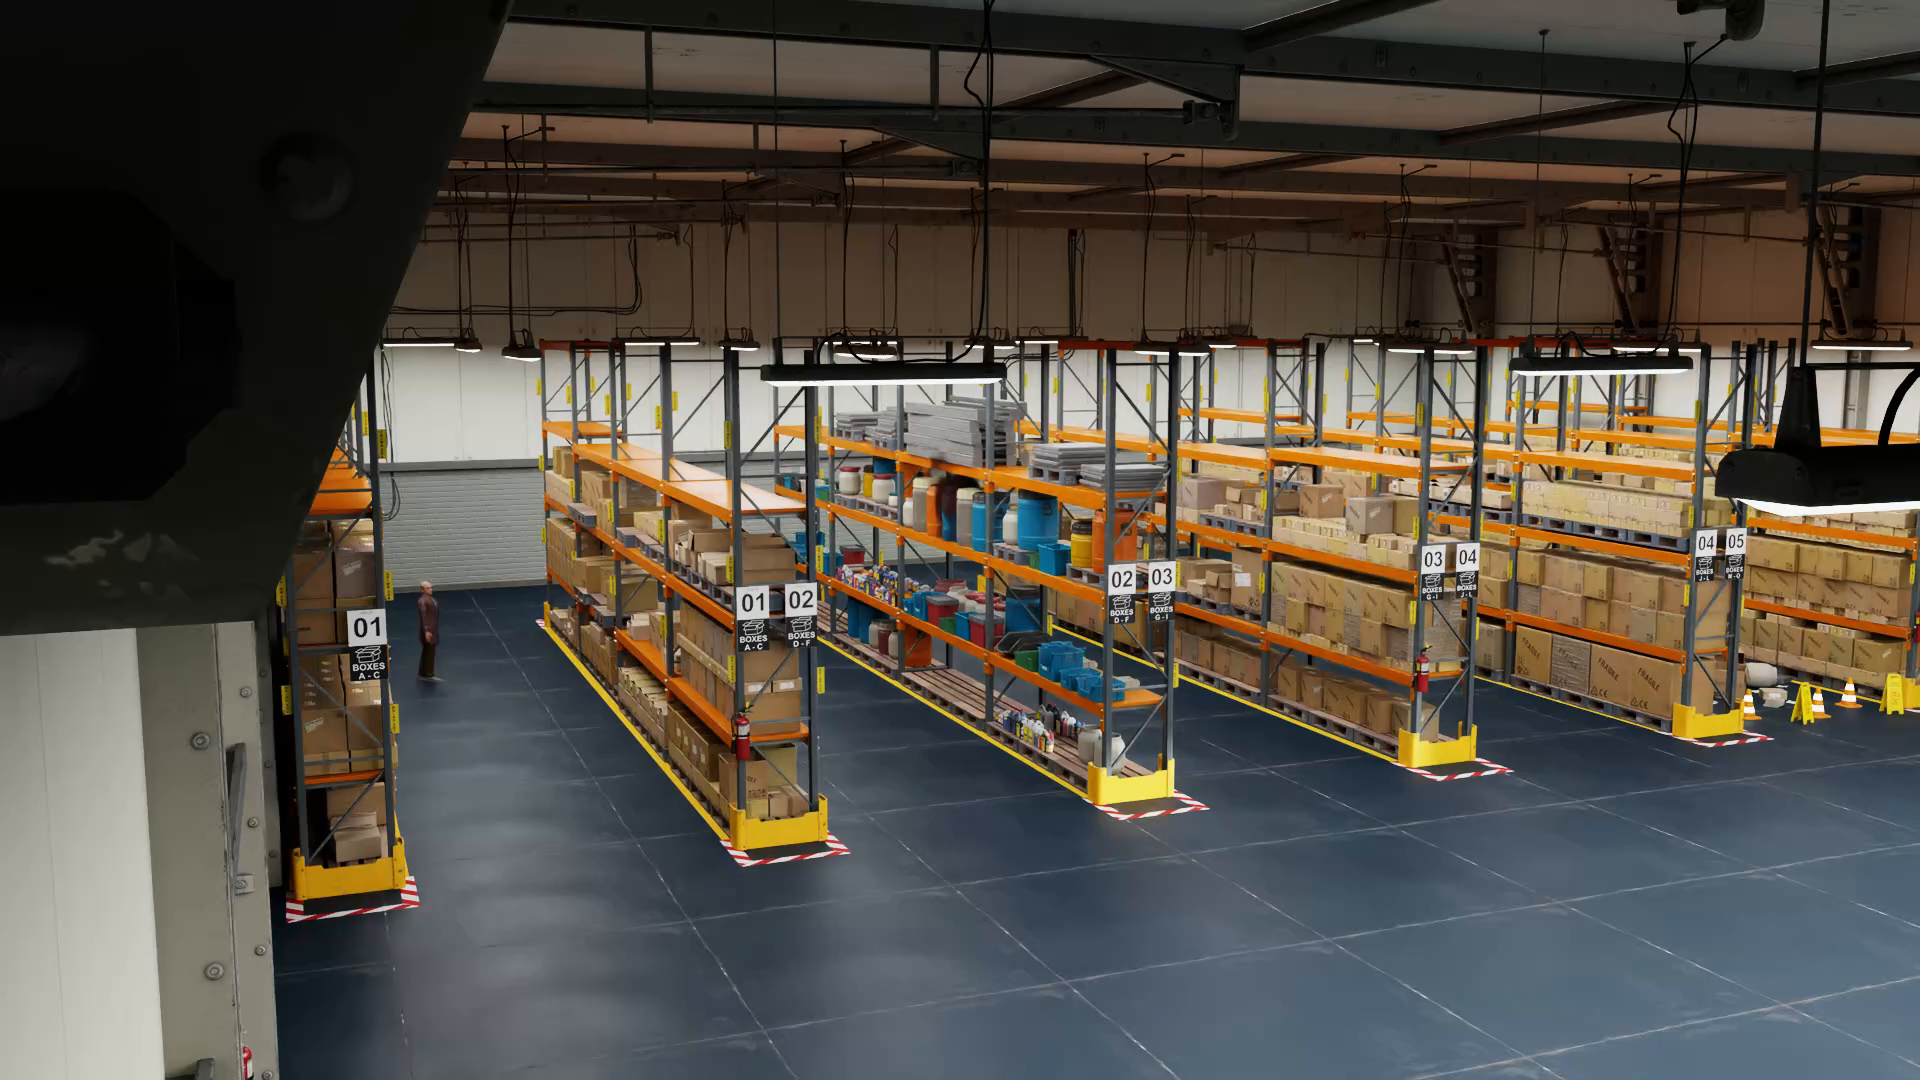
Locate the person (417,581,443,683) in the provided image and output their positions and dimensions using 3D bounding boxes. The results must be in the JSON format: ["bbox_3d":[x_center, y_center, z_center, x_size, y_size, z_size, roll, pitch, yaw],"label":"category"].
[{"bbox_3d":[-9.421,1.628,29.500,0.424,1.801,0.630,-2,8,-15],"label":"person"}]

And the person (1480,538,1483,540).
[{"bbox_3d":[10.998,0.853,35.437,0.506,1.781,0.621,1,7,7],"label":"person"}]

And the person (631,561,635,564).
[{"bbox_3d":[-6.996,0.839,36.339,0.558,1.716,0.407,1,8,9],"label":"person"}]
